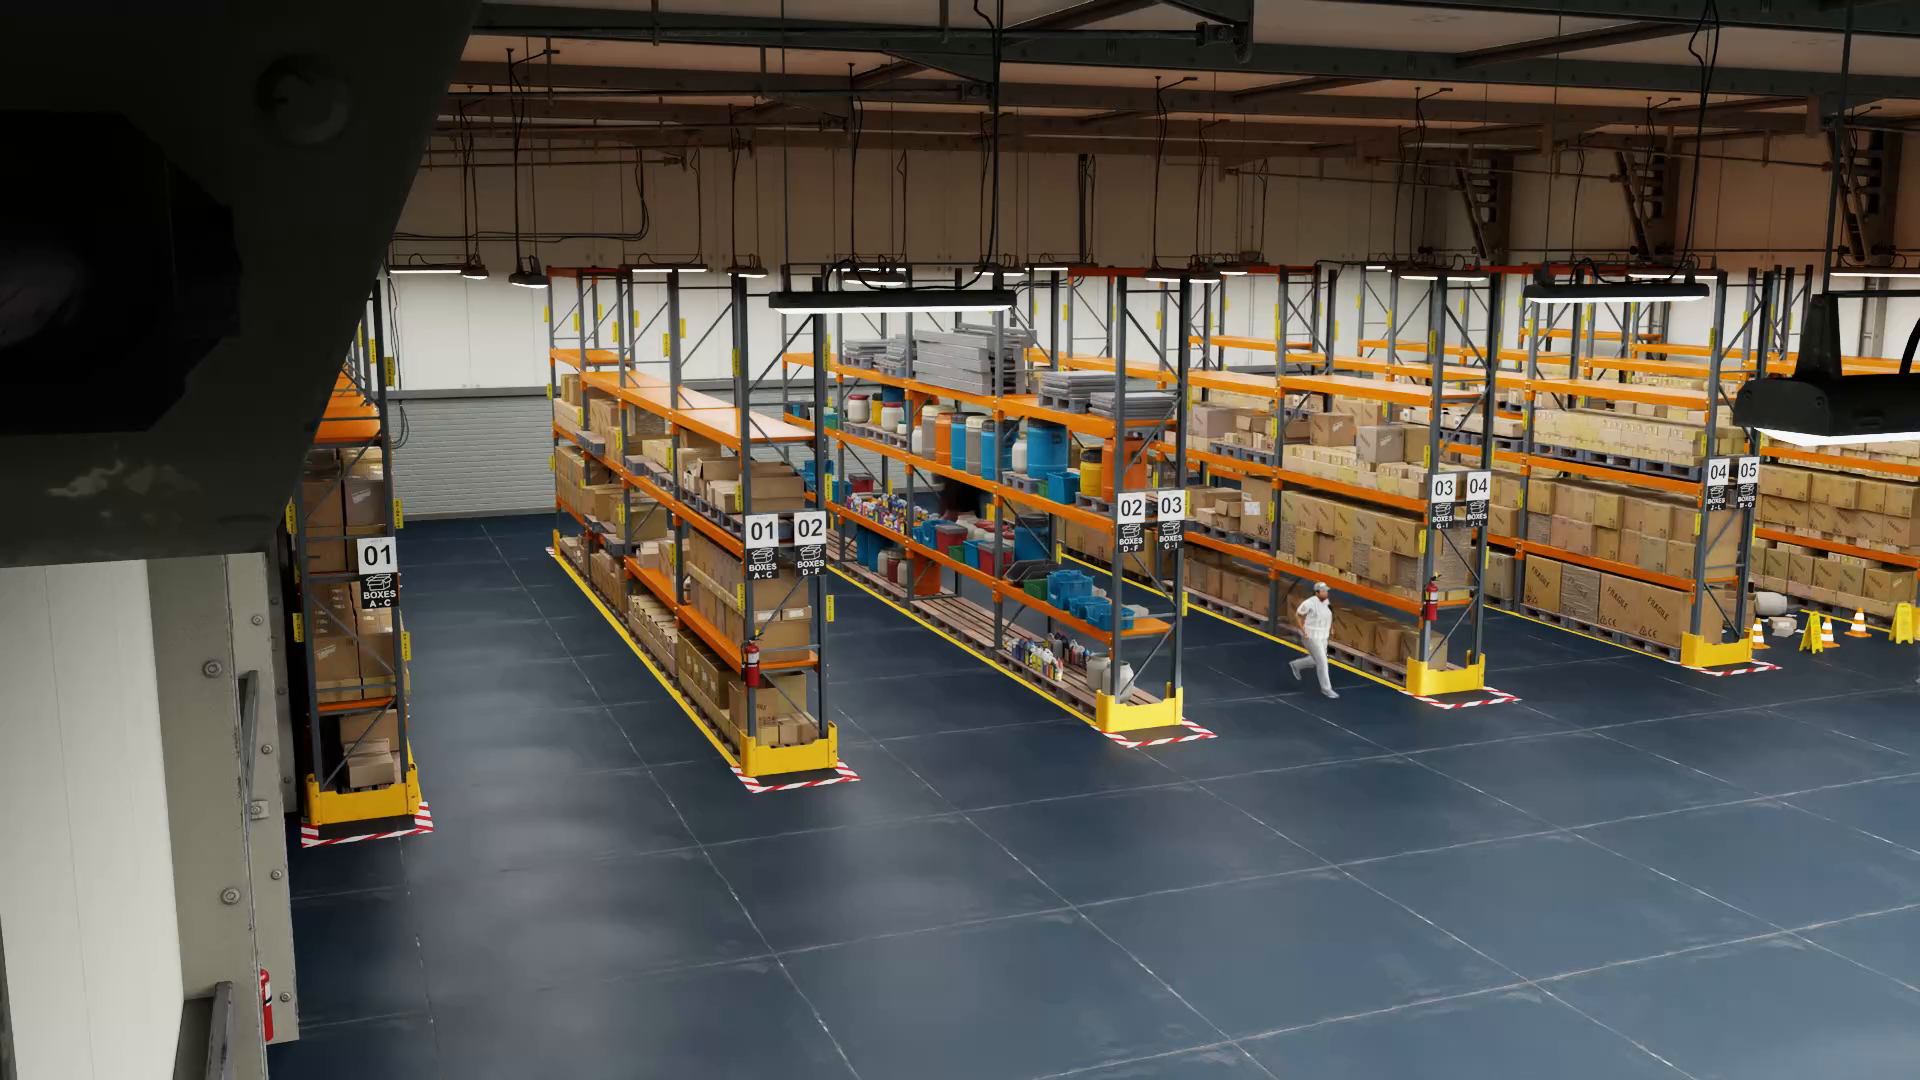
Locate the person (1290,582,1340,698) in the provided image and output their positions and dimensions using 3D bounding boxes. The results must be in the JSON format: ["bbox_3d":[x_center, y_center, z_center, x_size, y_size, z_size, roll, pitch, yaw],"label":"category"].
[{"bbox_3d":[5.094,1.402,23.953,0.630,1.662,0.895,-8,13,-39],"label":"person"}]
